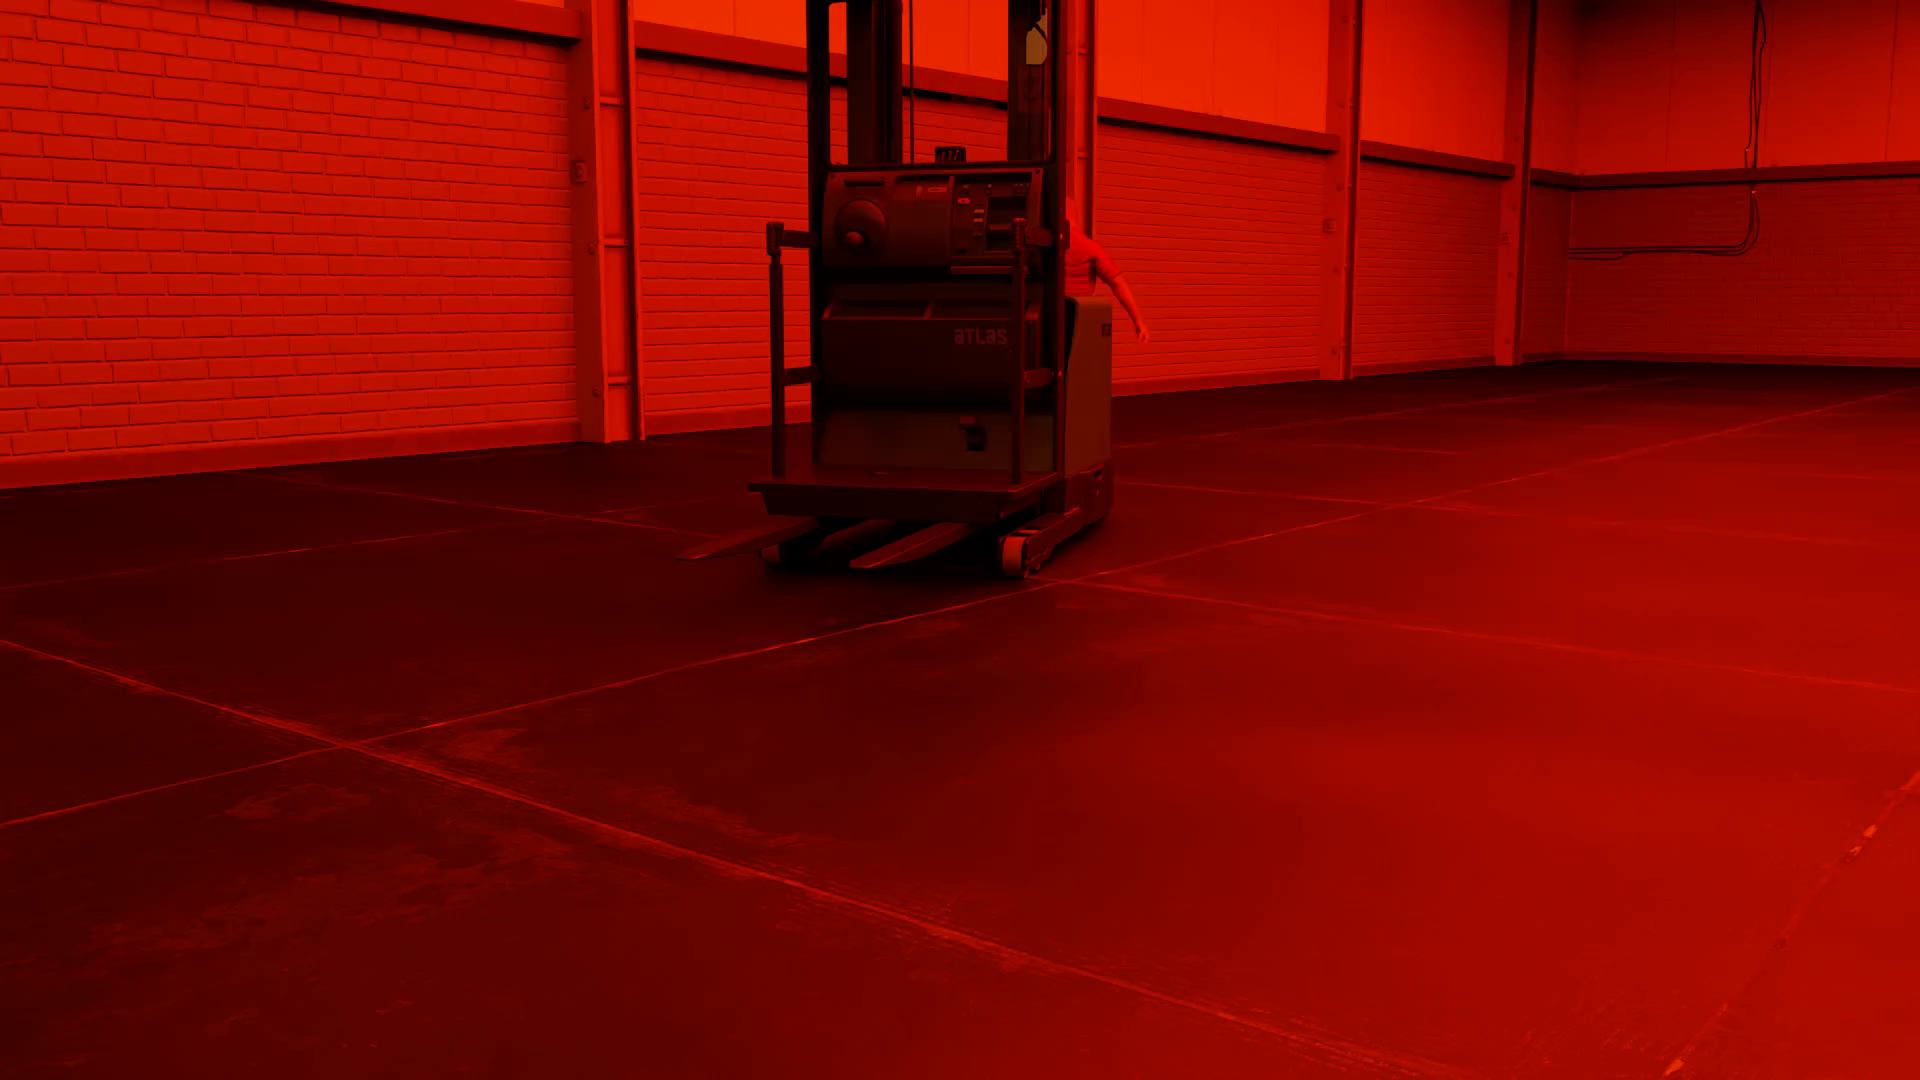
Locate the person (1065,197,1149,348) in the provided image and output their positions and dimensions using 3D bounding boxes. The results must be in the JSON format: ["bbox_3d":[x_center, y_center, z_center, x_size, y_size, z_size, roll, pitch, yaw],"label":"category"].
[{"bbox_3d":[0.731,-1.329,10.749,1.010,1.730,0.700,2,9,12],"label":"person"}]

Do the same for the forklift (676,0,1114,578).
[{"bbox_3d":[-0.176,-1.366,6.616,1.130,2.935,3.031,3,9,17],"label":"forklift"}]
